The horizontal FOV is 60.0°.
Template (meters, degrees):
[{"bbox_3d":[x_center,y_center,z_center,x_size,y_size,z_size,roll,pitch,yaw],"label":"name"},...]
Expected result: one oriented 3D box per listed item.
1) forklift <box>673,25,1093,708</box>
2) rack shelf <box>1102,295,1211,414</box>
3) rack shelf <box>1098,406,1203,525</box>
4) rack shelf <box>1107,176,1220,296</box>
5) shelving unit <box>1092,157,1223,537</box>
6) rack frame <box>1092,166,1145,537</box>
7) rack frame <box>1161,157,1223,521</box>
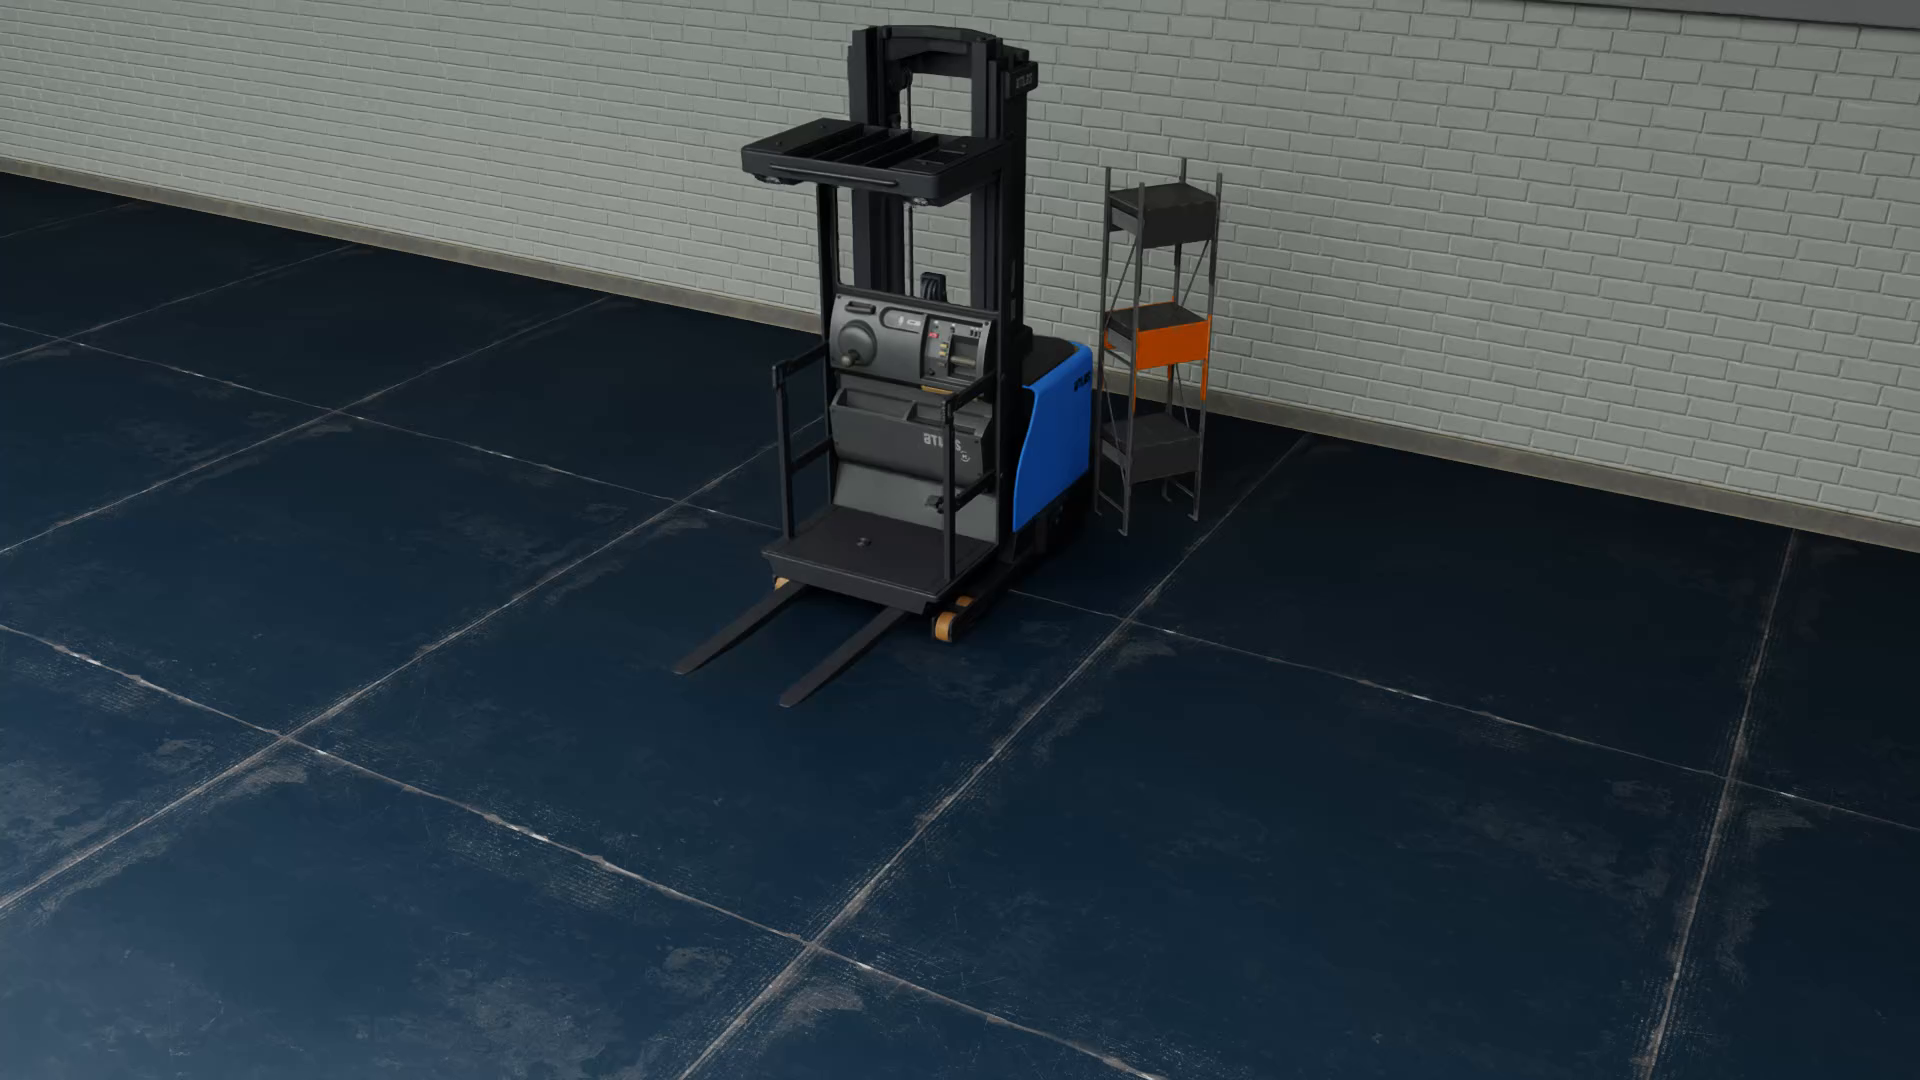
[{"bbox_3d":[-0.363,-1.003,8.480,1.130,2.935,3.031,14,30,25],"label":"forklift"},{"bbox_3d":[1.116,-1.075,9.582,0.480,0.518,0.431,-12,29,-22],"label":"rack shelf"},{"bbox_3d":[1.116,-0.449,9.895,0.480,0.518,0.431,-12,29,-22],"label":"rack shelf"},{"bbox_3d":[1.116,-1.701,9.268,0.480,0.518,0.431,-12,29,-22],"label":"rack shelf"},{"bbox_3d":[1.116,-1.087,9.576,0.503,2.100,0.431,-12,29,-22],"label":"shelving unit"},{"bbox_3d":[0.895,-1.041,9.484,0.015,2.100,0.400,-12,29,-22],"label":"rack frame"},{"bbox_3d":[1.337,-1.133,9.667,0.015,2.100,0.400,-12,29,-22],"label":"rack frame"}]
